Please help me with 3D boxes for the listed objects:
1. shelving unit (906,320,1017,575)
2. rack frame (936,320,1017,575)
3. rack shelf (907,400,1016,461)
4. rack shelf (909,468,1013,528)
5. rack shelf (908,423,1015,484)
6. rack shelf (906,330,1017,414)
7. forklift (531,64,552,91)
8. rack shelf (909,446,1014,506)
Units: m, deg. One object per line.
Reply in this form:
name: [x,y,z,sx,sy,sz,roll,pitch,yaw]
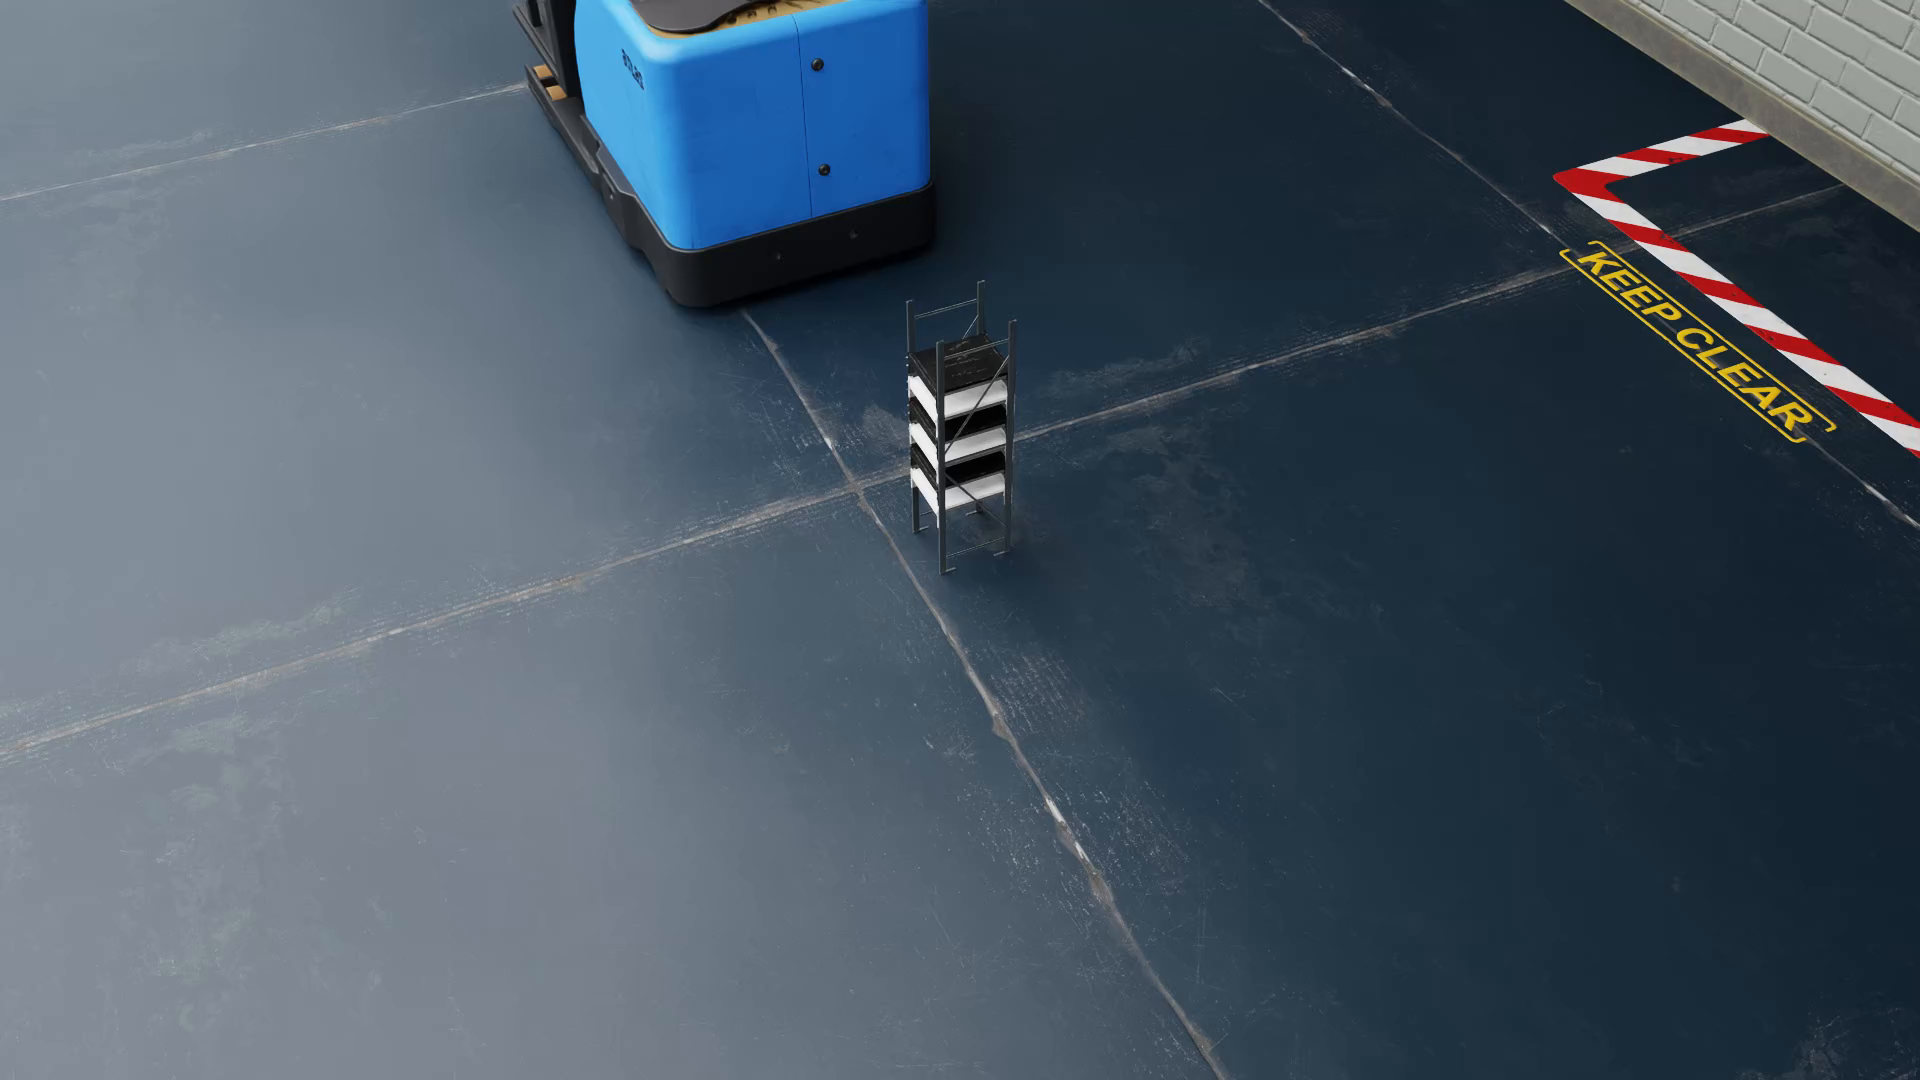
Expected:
shelving unit: [-1.299,-6.959,11.662,6.000,0.900,18.469,-18,47,-17]
rack frame: [0.046,-0.250,4.863,0.240,0.900,0.006,-18,47,-17]
rack shelf: [0.003,-0.355,4.889,0.258,0.077,0.200,-18,47,-17]
rack shelf: [-1.300,-6.738,11.883,6.000,0.275,18.464,-18,47,-17]
rack shelf: [0.003,-0.291,4.952,0.258,0.077,0.200,-18,47,-17]
rack shelf: [0.003,-0.484,4.762,0.258,0.077,0.200,-18,47,-17]
forklift: [-1.198,-2.922,6.124,1.121,2.935,3.031,-19,48,-19]
rack shelf: [0.003,-0.227,5.015,0.258,0.077,0.200,-18,47,-17]
